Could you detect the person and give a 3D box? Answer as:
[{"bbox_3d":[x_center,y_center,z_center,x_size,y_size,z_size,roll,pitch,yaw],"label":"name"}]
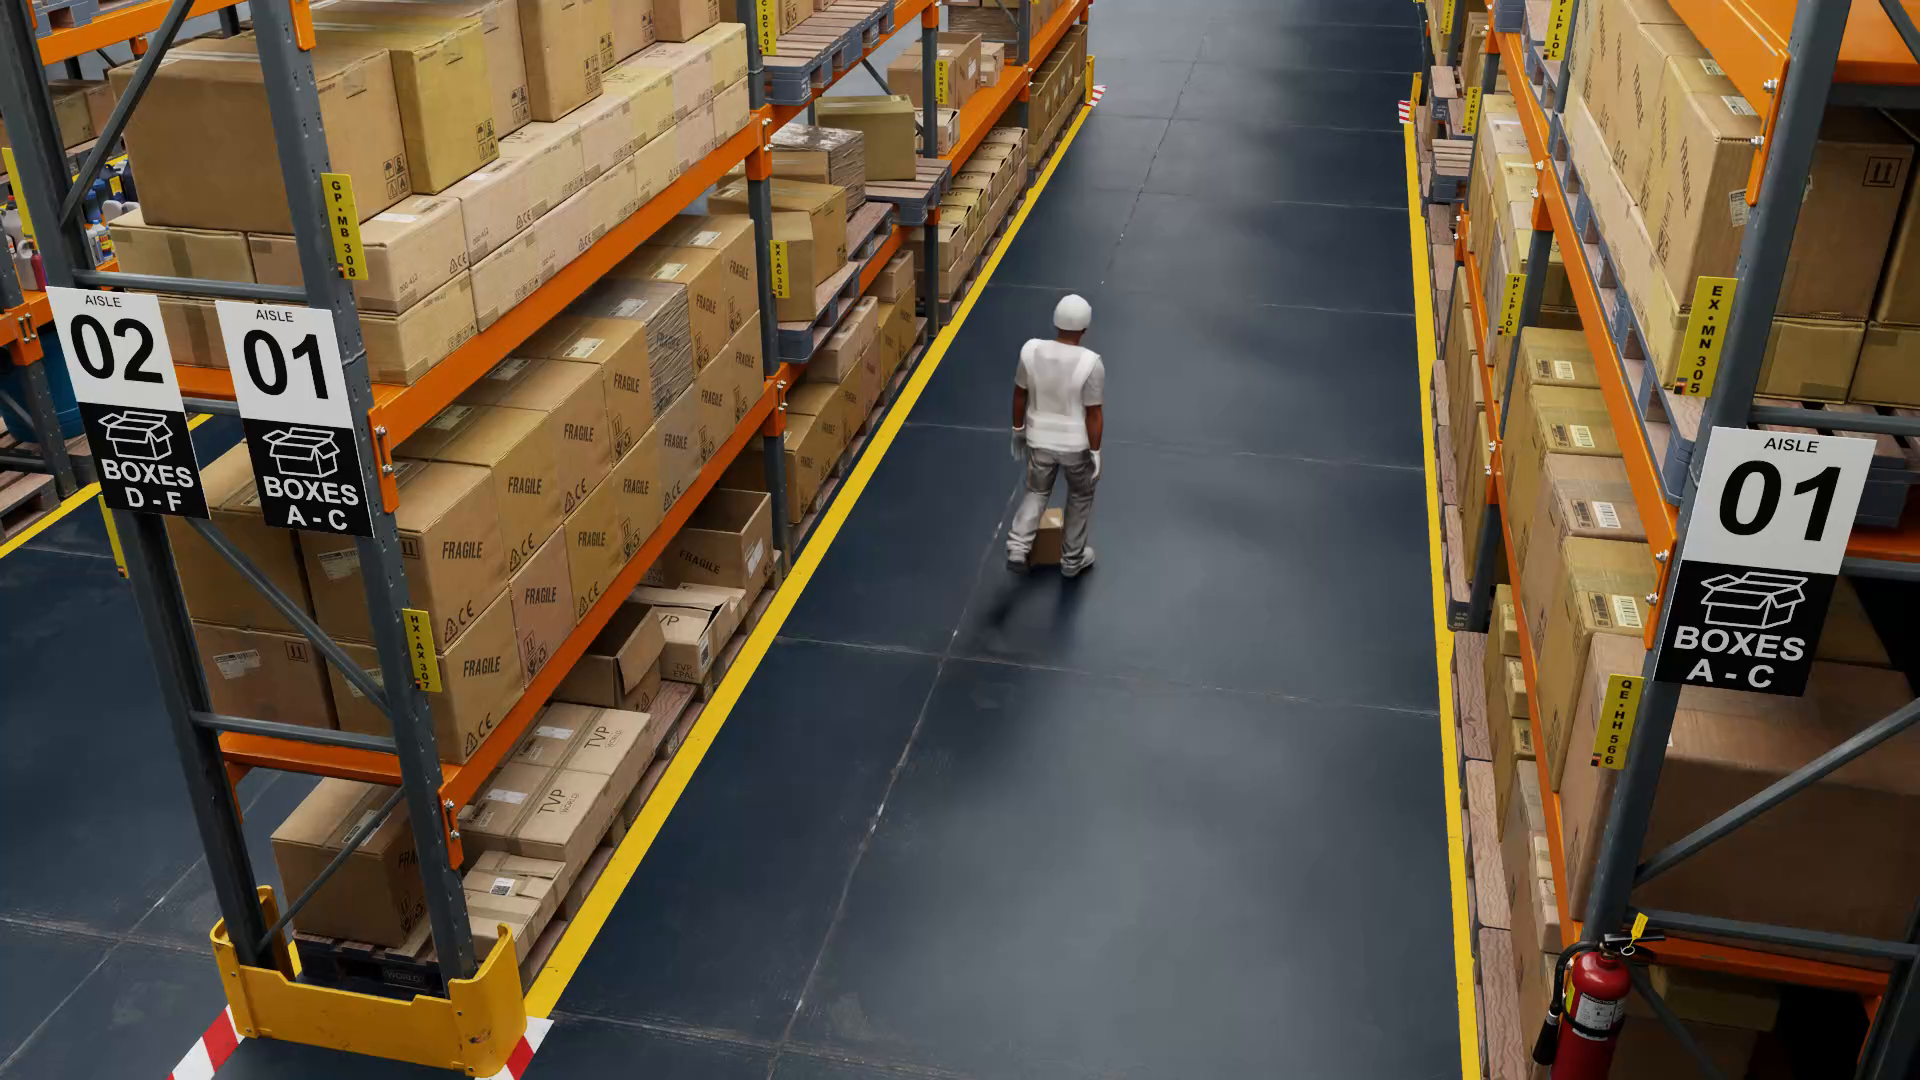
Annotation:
[{"bbox_3d":[0.537,-0.542,9.584,0.579,1.769,0.722,13,31,23],"label":"person"}]
